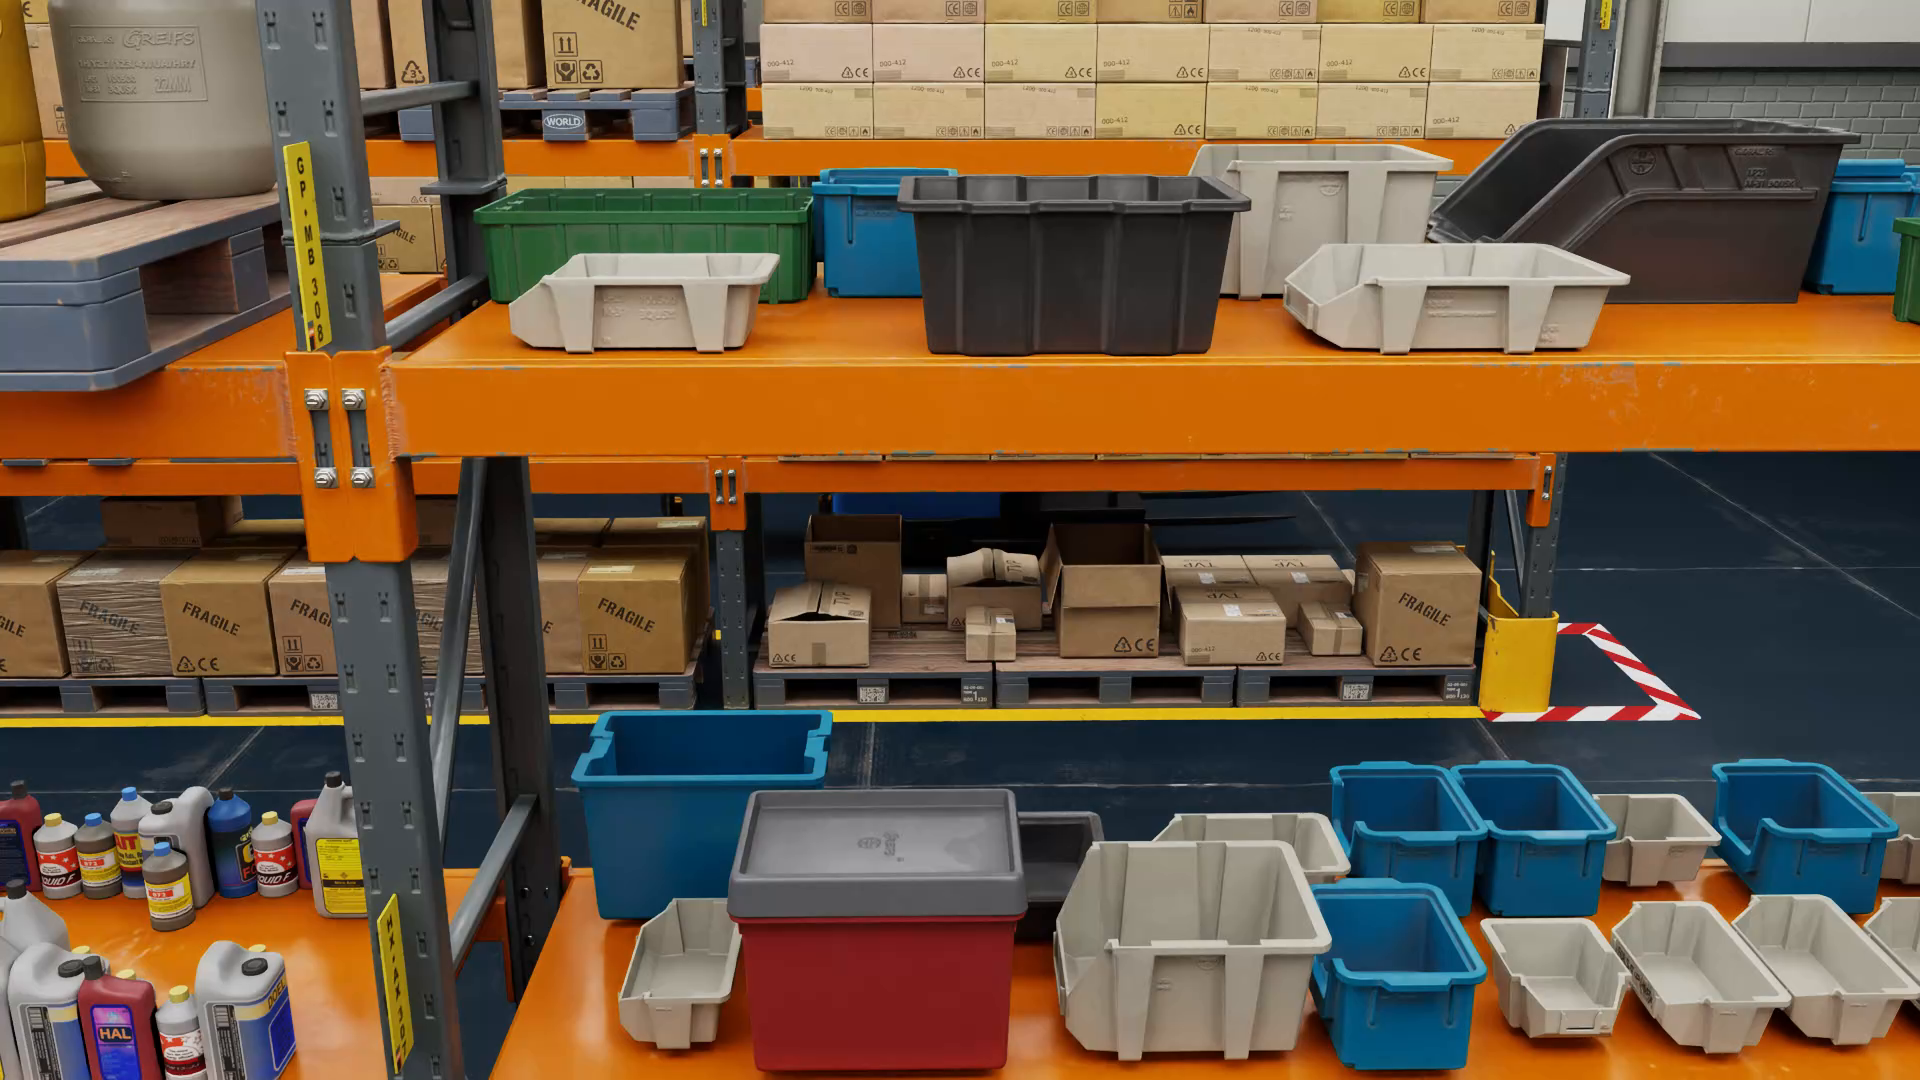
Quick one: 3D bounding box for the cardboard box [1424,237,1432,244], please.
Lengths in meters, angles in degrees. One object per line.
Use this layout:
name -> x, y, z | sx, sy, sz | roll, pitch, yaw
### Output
cardboard box -> 2.426, -1.178, 8.008 | 0.500, 0.500, 0.500 | 0, 18, -1

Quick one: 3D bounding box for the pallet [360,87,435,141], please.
pallet -> -2.823, -2.072, 7.993 | 1.003, 0.211, 1.213 | 0, 18, -1

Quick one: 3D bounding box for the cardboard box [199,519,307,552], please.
cardboard box -> -3.684, 0.201, 8.883 | 0.500, 0.500, 0.500 | -1, 18, -3

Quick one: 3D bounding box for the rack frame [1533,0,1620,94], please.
rack frame -> 2.866, -3.597, 7.528 | 0.127, 3.000, 1.000 | 0, 18, -1

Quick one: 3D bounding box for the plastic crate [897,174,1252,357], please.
plastic crate -> 0.188, -0.496, 2.987 | 0.590, 0.269, 0.497 | 0, 18, -1

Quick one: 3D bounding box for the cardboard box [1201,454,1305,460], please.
cardboard box -> 1.405, -0.698, 8.150 | 0.500, 0.500, 0.500 | 0, 18, 0

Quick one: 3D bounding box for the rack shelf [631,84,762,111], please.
rack shelf -> -3.215, -3.310, 12.722 | 4.000, 0.370, 1.077 | 0, 18, -1

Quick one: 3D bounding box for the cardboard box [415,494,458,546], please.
cardboard box -> -2.621, -0.164, 8.794 | 0.500, 0.250, 0.500 | 0, 18, -1

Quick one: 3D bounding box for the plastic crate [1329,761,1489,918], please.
plastic crate -> 1.072, 0.732, 4.030 | 0.300, 0.233, 0.416 | 0, 18, -1

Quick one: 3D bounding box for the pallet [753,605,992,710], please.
pallet -> -0.447, 0.604, 8.819 | 1.213, 0.211, 1.003 | 0, 18, -1

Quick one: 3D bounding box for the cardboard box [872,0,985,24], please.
cardboard box -> -0.146, -2.646, 7.674 | 0.500, 0.500, 0.700 | 0, 18, -1

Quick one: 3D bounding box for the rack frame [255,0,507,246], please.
rack frame -> -1.059, -2.065, 2.752 | 0.127, 3.000, 1.000 | 0, 18, -1

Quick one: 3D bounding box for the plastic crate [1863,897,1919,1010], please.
plastic crate -> 2.128, 0.929, 3.575 | 0.243, 0.136, 0.396 | 0, 18, -1

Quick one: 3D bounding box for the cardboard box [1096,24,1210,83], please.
cardboard box -> 0.857, -2.247, 7.657 | 0.500, 0.250, 0.500 | 0, 18, -1

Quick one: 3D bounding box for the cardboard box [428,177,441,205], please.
cardboard box -> -3.719, -2.700, 12.643 | 0.500, 0.250, 0.500 | 0, 18, 0

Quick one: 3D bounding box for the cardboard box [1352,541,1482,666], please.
cardboard box -> 2.326, 0.318, 8.516 | 0.500, 0.500, 0.500 | 0, 18, -1

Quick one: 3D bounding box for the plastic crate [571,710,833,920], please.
plastic crate -> -0.597, 0.665, 3.993 | 0.575, 0.384, 0.392 | 0, 18, -1

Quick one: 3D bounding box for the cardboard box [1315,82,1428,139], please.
cardboard box -> 1.857, -2.015, 7.753 | 0.500, 0.250, 0.500 | 0, 18, -1

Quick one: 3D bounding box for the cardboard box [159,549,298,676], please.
cardboard box -> -3.648, 0.359, 8.389 | 0.500, 0.500, 0.500 | -1, 18, -2

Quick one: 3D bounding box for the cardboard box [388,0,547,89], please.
cardboard box -> -2.306, -2.454, 7.862 | 0.600, 0.600, 0.600 | 0, 18, -1

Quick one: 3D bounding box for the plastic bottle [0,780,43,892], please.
plastic bottle -> -2.320, 0.723, 4.073 | 0.133, 0.283, 0.061 | 0, 18, -1

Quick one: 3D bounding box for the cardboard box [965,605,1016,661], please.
cardboard box -> 0.155, 0.476, 8.572 | 0.250, 0.166, 0.380 | 0, 18, -1

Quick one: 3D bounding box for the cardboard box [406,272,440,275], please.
cardboard box -> -4.113, -2.048, 12.900 | 0.250, 0.149, 0.380 | 0, 18, -1

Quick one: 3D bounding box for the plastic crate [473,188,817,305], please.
plastic crate -> -0.640, -0.630, 3.536 | 0.662, 0.188, 0.450 | 0, 18, -1

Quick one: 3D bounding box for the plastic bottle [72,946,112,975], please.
plastic bottle -> -1.834, 0.951, 3.498 | 0.097, 0.201, 0.097 | 0, 18, 0

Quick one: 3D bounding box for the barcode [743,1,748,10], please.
barcode -> -1.670, -4.116, 12.814 | 0.075, 0.075, 0.001 | 1, 18, 4

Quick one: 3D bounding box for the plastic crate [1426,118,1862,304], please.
plastic crate -> 1.409, -0.703, 3.518 | 0.767, 0.338, 0.504 | 0, 18, -1

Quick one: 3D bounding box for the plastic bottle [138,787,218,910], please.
plastic bottle -> -1.894, 0.739, 4.037 | 0.135, 0.276, 0.152 | 0, 18, -1

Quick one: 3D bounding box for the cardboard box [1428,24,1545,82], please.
cardboard box -> 2.357, -2.255, 7.682 | 0.500, 0.250, 0.500 | 0, 18, -1

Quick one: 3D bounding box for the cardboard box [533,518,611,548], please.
cardboard box -> -2.154, 0.194, 8.905 | 0.500, 0.500, 0.500 | 0, 18, 0

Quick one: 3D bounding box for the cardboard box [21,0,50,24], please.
cardboard box -> -4.187, -2.656, 7.706 | 0.500, 0.500, 0.500 | 0, 18, -1

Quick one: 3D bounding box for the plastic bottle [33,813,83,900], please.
plastic bottle -> -2.205, 0.767, 4.070 | 0.097, 0.201, 0.097 | 0, 18, 0

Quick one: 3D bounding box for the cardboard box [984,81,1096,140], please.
cardboard box -> 0.357, -2.008, 7.730 | 0.500, 0.250, 0.500 | 0, 18, -1

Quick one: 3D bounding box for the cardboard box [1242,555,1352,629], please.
cardboard box -> 1.818, 0.278, 9.051 | 0.500, 0.250, 0.500 | 0, 18, -1

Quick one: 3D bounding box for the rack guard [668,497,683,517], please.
rack guard -> -1.879, -0.076, 10.874 | 0.087, 0.250, 0.587 | -1, 18, -4

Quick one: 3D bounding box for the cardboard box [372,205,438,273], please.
cardboard box -> -4.201, -2.337, 12.739 | 0.500, 0.500, 0.500 | 0, 18, 1

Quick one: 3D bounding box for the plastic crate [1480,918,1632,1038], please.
plastic crate -> 1.264, 0.942, 3.534 | 0.250, 0.136, 0.298 | 0, 18, -1

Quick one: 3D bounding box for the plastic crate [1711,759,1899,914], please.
plastic crate -> 2.030, 0.728, 4.044 | 0.300, 0.233, 0.416 | 0, 18, -1

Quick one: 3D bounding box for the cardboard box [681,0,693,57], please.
cardboard box -> -2.097, -3.948, 12.651 | 0.500, 0.500, 0.700 | -1, 18, -4

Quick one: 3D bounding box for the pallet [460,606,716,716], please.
pallet -> -1.946, 0.622, 8.762 | 1.213, 0.211, 1.003 | 0, 18, -1

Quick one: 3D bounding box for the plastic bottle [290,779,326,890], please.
plastic bottle -> -1.566, 0.720, 4.084 | 0.133, 0.283, 0.061 | 0, 18, -1

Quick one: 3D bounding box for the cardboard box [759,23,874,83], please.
cardboard box -> -0.643, -2.242, 7.643 | 0.500, 0.250, 0.500 | 0, 18, -1

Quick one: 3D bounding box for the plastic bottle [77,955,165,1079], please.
plastic bottle -> -1.678, 0.963, 3.325 | 0.133, 0.283, 0.061 | 0, 18, -1

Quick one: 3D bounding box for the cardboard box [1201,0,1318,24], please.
cardboard box -> 1.353, -2.673, 7.758 | 0.500, 0.500, 0.700 | 0, 18, -1

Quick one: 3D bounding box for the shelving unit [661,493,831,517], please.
shelving unit -> -1.382, -0.681, 10.715 | 1.083, 1.500, 0.587 | -1, 18, -4

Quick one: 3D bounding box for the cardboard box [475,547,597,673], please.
cardboard box -> -2.117, 0.350, 8.419 | 0.500, 0.500, 0.500 | 0, 18, -1

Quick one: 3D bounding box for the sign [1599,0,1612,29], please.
sign -> 2.855, -2.420, 7.322 | 0.005, 0.325, 0.100 | 0, 18, -1

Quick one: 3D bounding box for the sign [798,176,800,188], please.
sign -> -1.197, -2.582, 12.419 | 0.005, 0.325, 0.100 | 0, 18, -1

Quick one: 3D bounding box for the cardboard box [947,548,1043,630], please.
cardboard box -> 0.182, 0.257, 9.017 | 0.500, 0.311, 0.500 | 0, 18, -1

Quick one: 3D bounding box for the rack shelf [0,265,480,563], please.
rack shelf -> -3.059, -0.284, 3.290 | 4.000, 0.370, 1.077 | 0, 18, -1

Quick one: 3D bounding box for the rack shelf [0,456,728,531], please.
rack shelf -> -3.133, -0.369, 8.464 | 4.000, 0.370, 1.077 | 0, 18, -1

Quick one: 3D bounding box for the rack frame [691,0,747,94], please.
rack frame -> -1.133, -3.577, 7.468 | 0.127, 3.000, 1.000 | 0, 18, -1

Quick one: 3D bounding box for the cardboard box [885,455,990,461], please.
cardboard box -> -0.107, -0.691, 8.128 | 0.500, 0.500, 0.500 | 0, 18, 0

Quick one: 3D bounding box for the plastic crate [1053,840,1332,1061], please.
plastic crate -> 0.471, 0.869, 3.524 | 0.530, 0.282, 0.437 | 0, 18, -1

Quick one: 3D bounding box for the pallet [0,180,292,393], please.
pallet -> -1.841, -0.513, 3.134 | 1.003, 0.211, 1.213 | 0, 18, -1

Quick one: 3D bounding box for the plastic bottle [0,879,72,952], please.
plastic bottle -> -1.975, 0.876, 3.487 | 0.185, 0.351, 0.144 | 0, 18, -1

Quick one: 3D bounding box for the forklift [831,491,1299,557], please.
forklift -> 0.669, -1.409, 10.643 | 3.031, 2.935, 1.130 | -1, 18, -4
